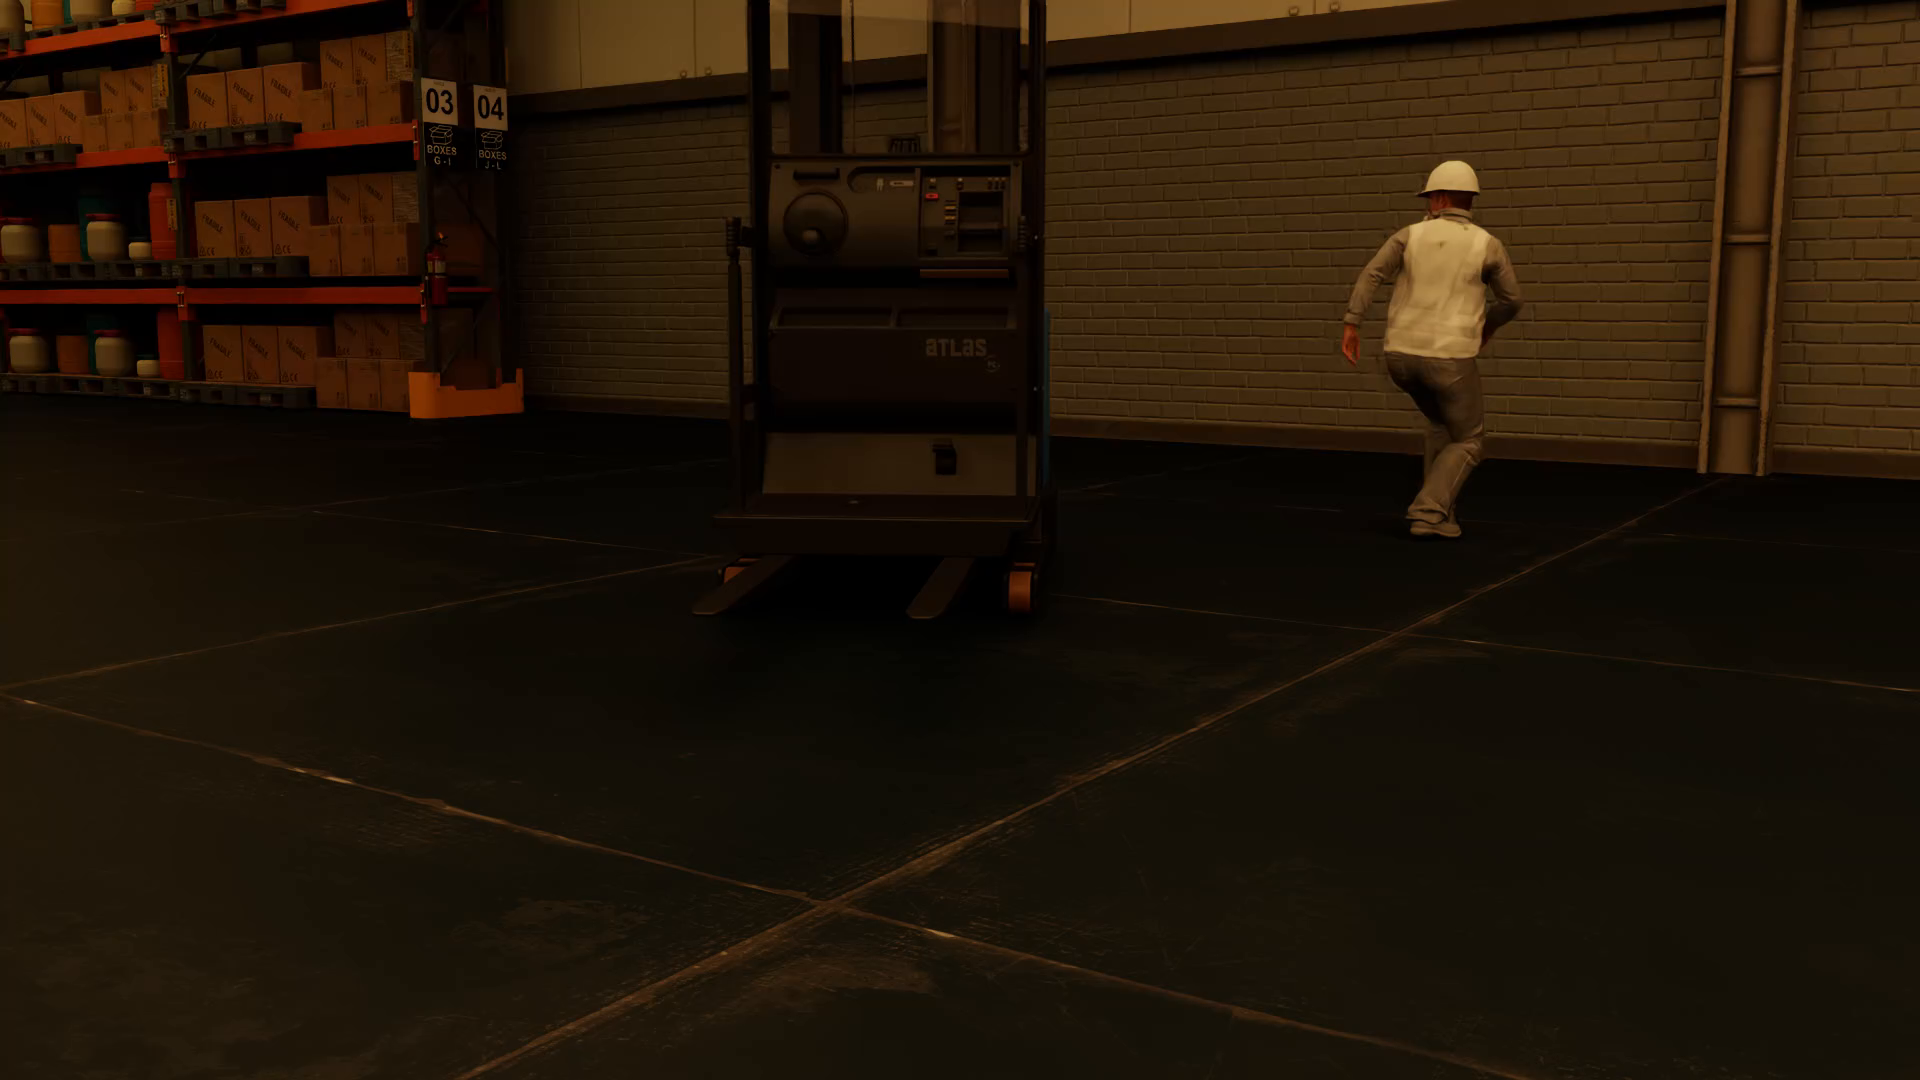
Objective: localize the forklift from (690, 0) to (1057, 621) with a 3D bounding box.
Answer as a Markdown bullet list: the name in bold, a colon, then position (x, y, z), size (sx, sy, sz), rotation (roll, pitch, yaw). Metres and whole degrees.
- **forklift**: position (-0.255, -1.234, 5.871), size (1.130, 2.935, 3.031), rotation (1, 8, 6)

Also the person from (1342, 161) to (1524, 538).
- **person**: position (2.192, -0.834, 7.618), size (0.770, 1.771, 0.621), rotation (-7, 11, -41)
